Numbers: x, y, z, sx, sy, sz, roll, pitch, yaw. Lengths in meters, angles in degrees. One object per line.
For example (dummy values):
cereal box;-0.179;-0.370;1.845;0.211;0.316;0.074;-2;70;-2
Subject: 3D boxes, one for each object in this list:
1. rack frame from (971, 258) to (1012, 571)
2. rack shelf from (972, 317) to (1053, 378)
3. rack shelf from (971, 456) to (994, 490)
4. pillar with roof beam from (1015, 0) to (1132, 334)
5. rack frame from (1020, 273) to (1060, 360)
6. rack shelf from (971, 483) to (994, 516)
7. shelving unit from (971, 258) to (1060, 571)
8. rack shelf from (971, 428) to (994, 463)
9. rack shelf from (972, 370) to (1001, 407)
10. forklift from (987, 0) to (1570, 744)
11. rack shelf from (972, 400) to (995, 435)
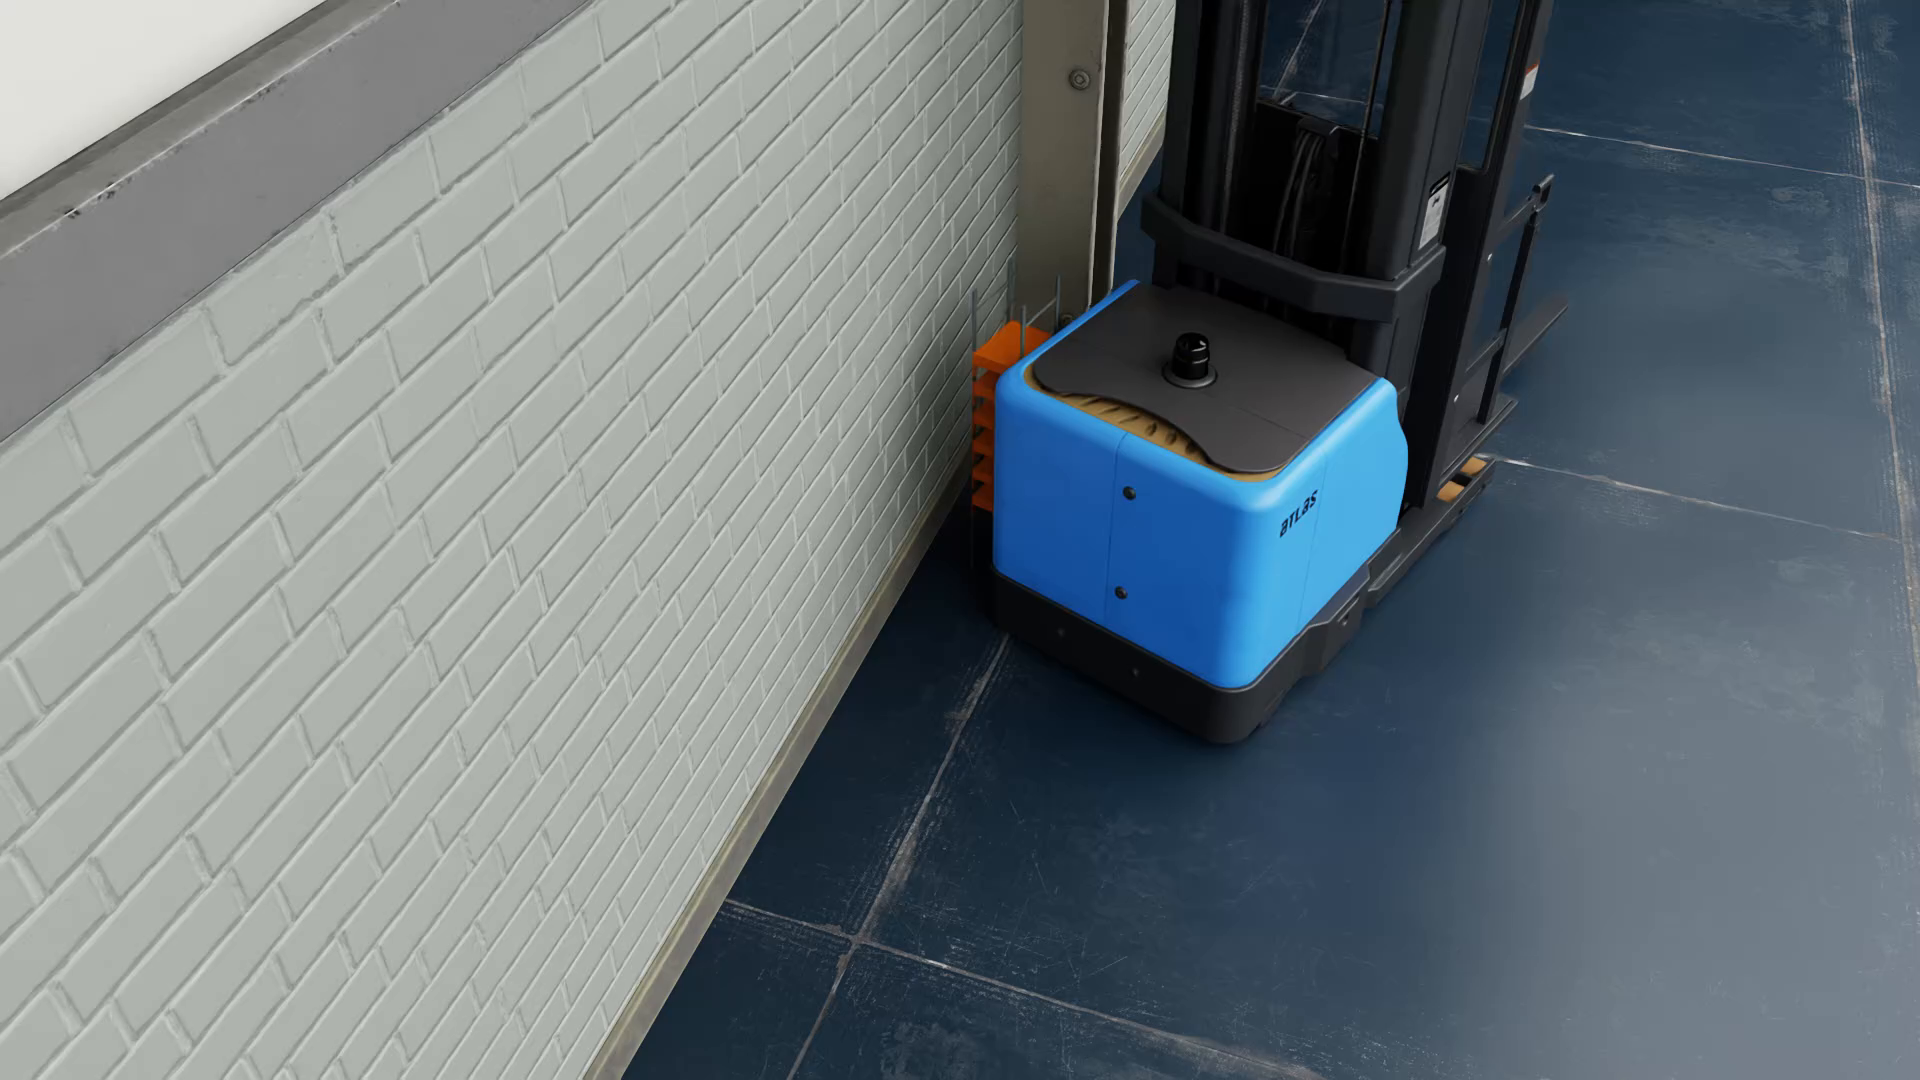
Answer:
rack frame;0.107;-0.410;5.806;0.006;1.200;0.240;22;45;24
rack shelf;0.184;-0.618;5.564;0.180;0.103;0.258;22;45;24
rack shelf;0.184;-0.253;5.875;0.180;0.103;0.258;22;45;24
pillar with roof beam;4.476;-3.195;3.062;9.100;9.000;0.400;13;42;15
rack frame;0.261;-0.346;5.731;0.006;1.200;0.240;22;45;24
rack shelf;0.184;-0.162;5.953;0.180;0.103;0.258;22;45;24
shelving unit;0.184;-0.378;5.769;0.189;1.200;0.258;22;45;24
rack shelf;0.184;-0.344;5.797;0.180;0.103;0.258;22;45;24
rack shelf;0.184;-0.527;5.642;0.180;0.103;0.258;22;45;24
forklift;1.408;-1.354;5.578;1.130;2.935;3.031;27;48;28
rack shelf;0.184;-0.435;5.720;0.180;0.103;0.258;22;45;24
